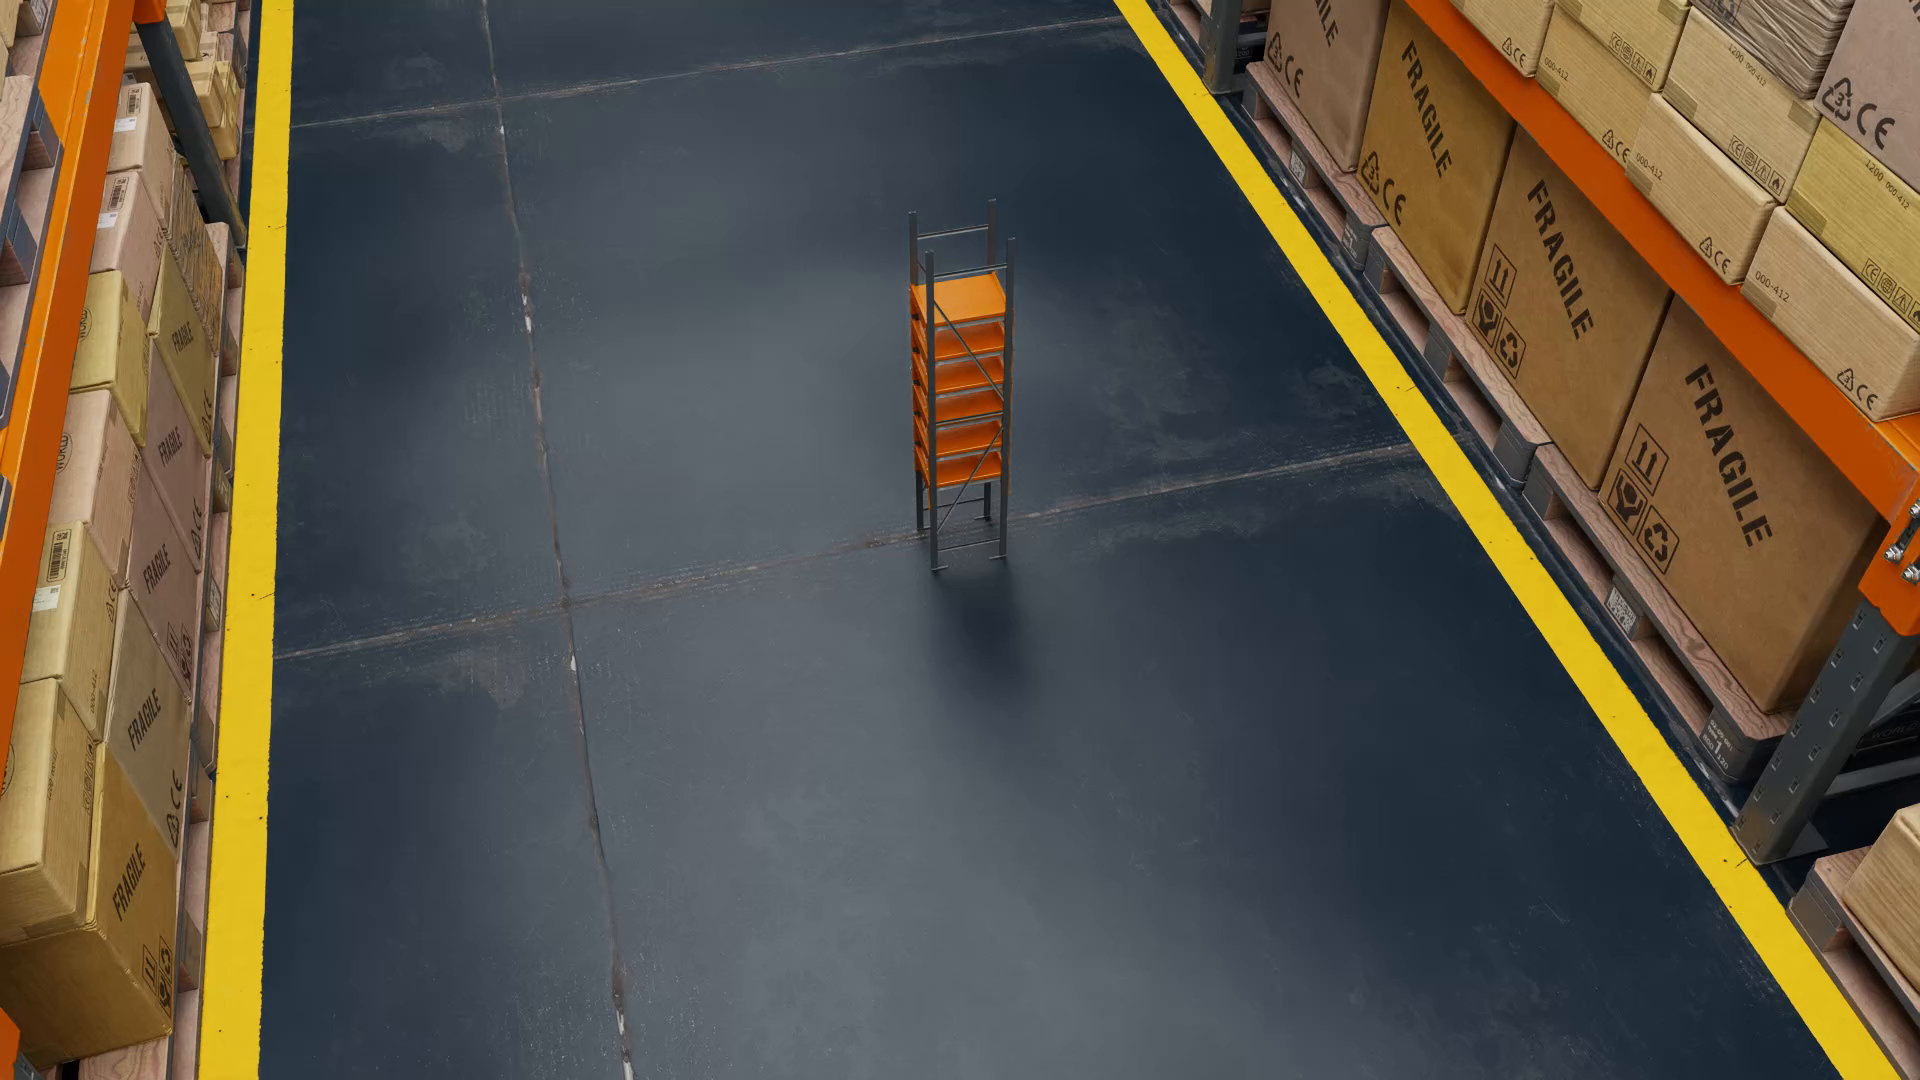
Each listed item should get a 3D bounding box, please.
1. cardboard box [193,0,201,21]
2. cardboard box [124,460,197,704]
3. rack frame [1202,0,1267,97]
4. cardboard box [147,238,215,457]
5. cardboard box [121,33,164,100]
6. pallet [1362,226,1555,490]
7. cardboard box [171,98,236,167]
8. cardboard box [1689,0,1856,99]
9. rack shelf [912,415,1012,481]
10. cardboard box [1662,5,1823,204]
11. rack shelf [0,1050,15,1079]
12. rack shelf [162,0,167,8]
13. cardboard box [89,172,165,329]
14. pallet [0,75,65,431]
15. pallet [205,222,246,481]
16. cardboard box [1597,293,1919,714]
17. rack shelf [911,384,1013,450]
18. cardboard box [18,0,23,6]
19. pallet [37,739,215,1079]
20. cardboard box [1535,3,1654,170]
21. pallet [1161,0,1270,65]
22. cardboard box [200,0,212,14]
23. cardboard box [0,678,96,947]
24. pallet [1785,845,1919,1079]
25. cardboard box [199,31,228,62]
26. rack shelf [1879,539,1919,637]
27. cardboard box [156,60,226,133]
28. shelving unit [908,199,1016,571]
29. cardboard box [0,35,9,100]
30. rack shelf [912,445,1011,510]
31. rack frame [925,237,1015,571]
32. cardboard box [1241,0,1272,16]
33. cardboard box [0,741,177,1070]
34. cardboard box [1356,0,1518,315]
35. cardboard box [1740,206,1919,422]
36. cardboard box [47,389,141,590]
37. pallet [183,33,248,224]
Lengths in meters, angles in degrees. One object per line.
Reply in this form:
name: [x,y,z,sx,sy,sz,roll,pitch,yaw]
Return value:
cardboard box: [-3.314,-2.171,6.771,0.380,0.149,0.250,-13,47,-12]
cardboard box: [-2.394,0.152,4.457,0.500,0.500,0.500,-12,47,-11]
rack frame: [1.544,-3.077,6.165,1.000,3.000,0.127,-11,47,-10]
cardboard box: [-2.651,-0.555,5.150,0.500,0.500,0.500,-12,47,-11]
cardboard box: [-3.103,-1.735,6.136,0.380,0.149,0.250,-9,46,-9]
pallet: [2.130,-0.738,5.826,1.003,0.211,1.213,-11,47,-10]
cardboard box: [-2.998,-1.561,6.382,0.380,0.149,0.250,-13,47,-12]
cardboard box: [2.044,-1.362,3.715,0.500,0.500,0.500,-10,46,-10]
rack shelf: [0.004,-0.295,4.929,0.258,0.103,0.180,-11,47,-10]
cardboard box: [2.064,-1.079,3.962,0.500,0.250,0.500,-12,47,-11]
rack shelf: [-1.679,2.292,1.407,1.077,0.370,4.000,-11,47,-10]
rack shelf: [-3.727,-3.231,6.820,1.077,0.370,4.000,-11,47,-10]
cardboard box: [-2.661,-0.811,4.876,0.500,0.250,0.500,-9,46,-8]
pallet: [-2.738,-0.633,3.904,1.003,0.211,1.213,-11,47,-10]
pallet: [-3.014,-0.589,5.679,1.003,0.211,1.213,-11,47,-10]
cardboard box: [2.471,-0.211,4.550,0.875,0.875,0.875,-11,47,-11]
rack shelf: [0.004,-0.379,4.843,0.258,0.103,0.180,-11,47,-10]
cardboard box: [-2.793,-1.572,4.572,0.380,0.149,0.250,-11,47,-10]
pallet: [-2.390,1.096,4.028,1.003,0.211,1.213,-11,47,-10]
cardboard box: [1.928,-1.265,4.494,0.500,0.250,0.500,-11,47,-11]
pallet: [1.425,-2.640,7.690,1.003,0.211,1.213,-11,47,-10]
cardboard box: [-3.396,-2.253,7.060,0.380,0.149,0.250,-13,47,-12]
cardboard box: [-2.134,0.605,3.488,0.500,0.250,0.500,-13,47,-12]
pallet: [2.767,1.200,3.926,1.003,0.211,1.213,-11,47,-10]
cardboard box: [-3.180,-1.907,6.721,0.380,0.149,0.250,-11,47,-11]
rack shelf: [3.080,1.317,2.363,1.077,0.370,4.000,-11,47,-10]
cardboard box: [-2.999,-1.664,6.275,0.380,0.149,0.250,-9,46,-8]
shelving unit: [0.004,-0.410,4.812,0.258,1.200,0.189,-11,47,-10]
cardboard box: [-2.653,-1.207,4.215,0.380,0.149,0.250,-13,47,-12]
rack shelf: [0.004,-0.211,5.015,0.258,0.103,0.180,-11,47,-10]
rack frame: [0.027,-0.347,4.750,0.240,1.200,0.006,-11,47,-10]
cardboard box: [1.487,-2.780,7.374,0.875,0.438,0.875,-11,47,-11]
cardboard box: [-2.126,0.852,3.771,0.500,0.500,0.500,-13,47,-12]
cardboard box: [2.019,-1.445,5.759,0.875,0.875,0.875,-9,46,-9]
cardboard box: [2.188,-0.565,3.808,0.500,0.250,0.500,-12,47,-12]
cardboard box: [-2.378,-0.090,4.169,0.500,0.250,0.500,-10,46,-10]
pallet: [-3.421,-1.583,6.654,1.003,0.211,1.213,-11,47,-10]
